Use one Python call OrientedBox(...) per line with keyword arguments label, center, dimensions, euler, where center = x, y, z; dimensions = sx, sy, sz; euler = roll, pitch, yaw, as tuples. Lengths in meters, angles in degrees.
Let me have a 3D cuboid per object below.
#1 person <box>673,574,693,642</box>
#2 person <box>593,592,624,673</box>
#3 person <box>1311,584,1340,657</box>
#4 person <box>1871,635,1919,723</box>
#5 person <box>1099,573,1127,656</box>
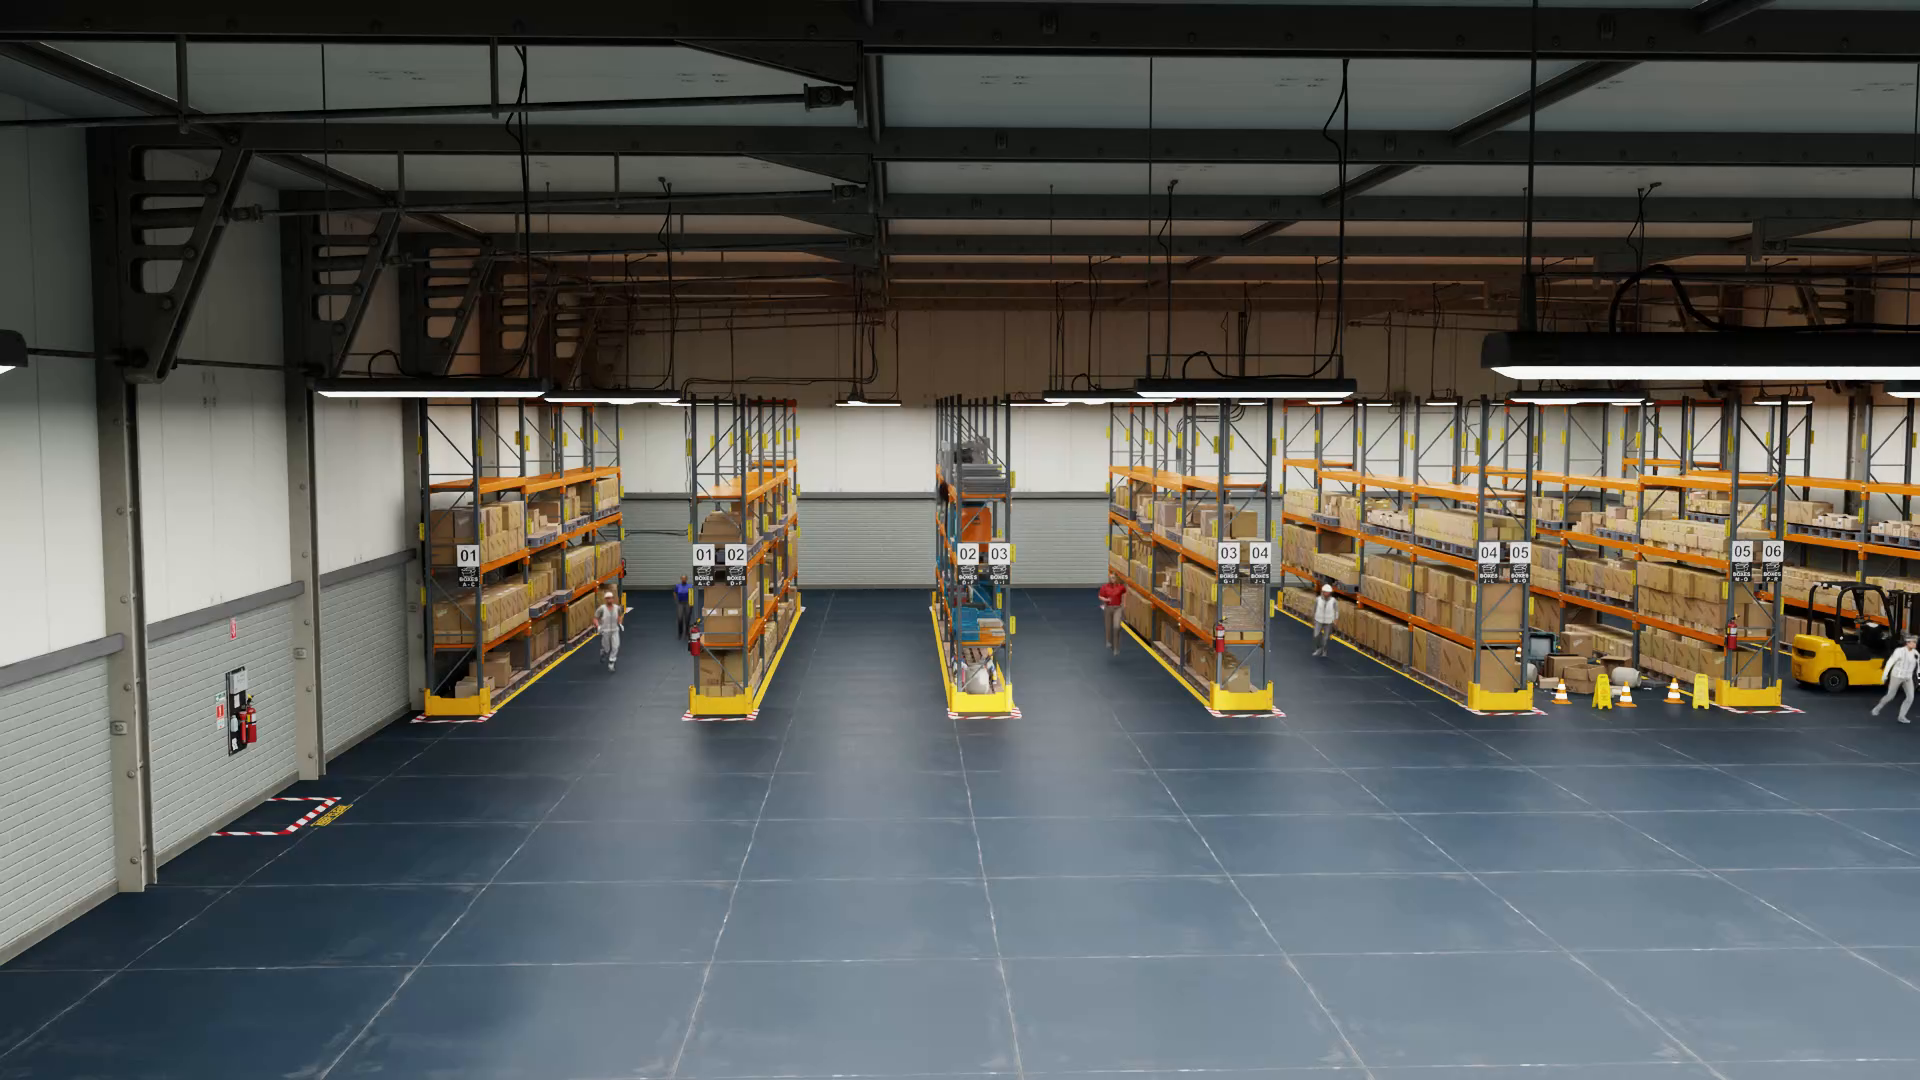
OrientedBox(label="person", center=(-6.793, 1.678, 41.069), dimensions=(0.583, 1.690, 0.722), euler=(0, 5, -5))
OrientedBox(label="person", center=(-7.677, 2.002, 36.345), dimensions=(0.666, 1.740, 0.750), euler=(-2, 5, -28))
OrientedBox(label="person", center=(8.369, 1.856, 38.087), dimensions=(0.653, 1.716, 0.732), euler=(1, 5, 14))
OrientedBox(label="person", center=(17.199, 2.512, 30.475), dimensions=(0.675, 1.617, 0.660), euler=(0, 5, -5))
OrientedBox(label="person", center=(3.445, 1.671, 37.448), dimensions=(0.647, 1.862, 0.823), euler=(0, 5, 4))
